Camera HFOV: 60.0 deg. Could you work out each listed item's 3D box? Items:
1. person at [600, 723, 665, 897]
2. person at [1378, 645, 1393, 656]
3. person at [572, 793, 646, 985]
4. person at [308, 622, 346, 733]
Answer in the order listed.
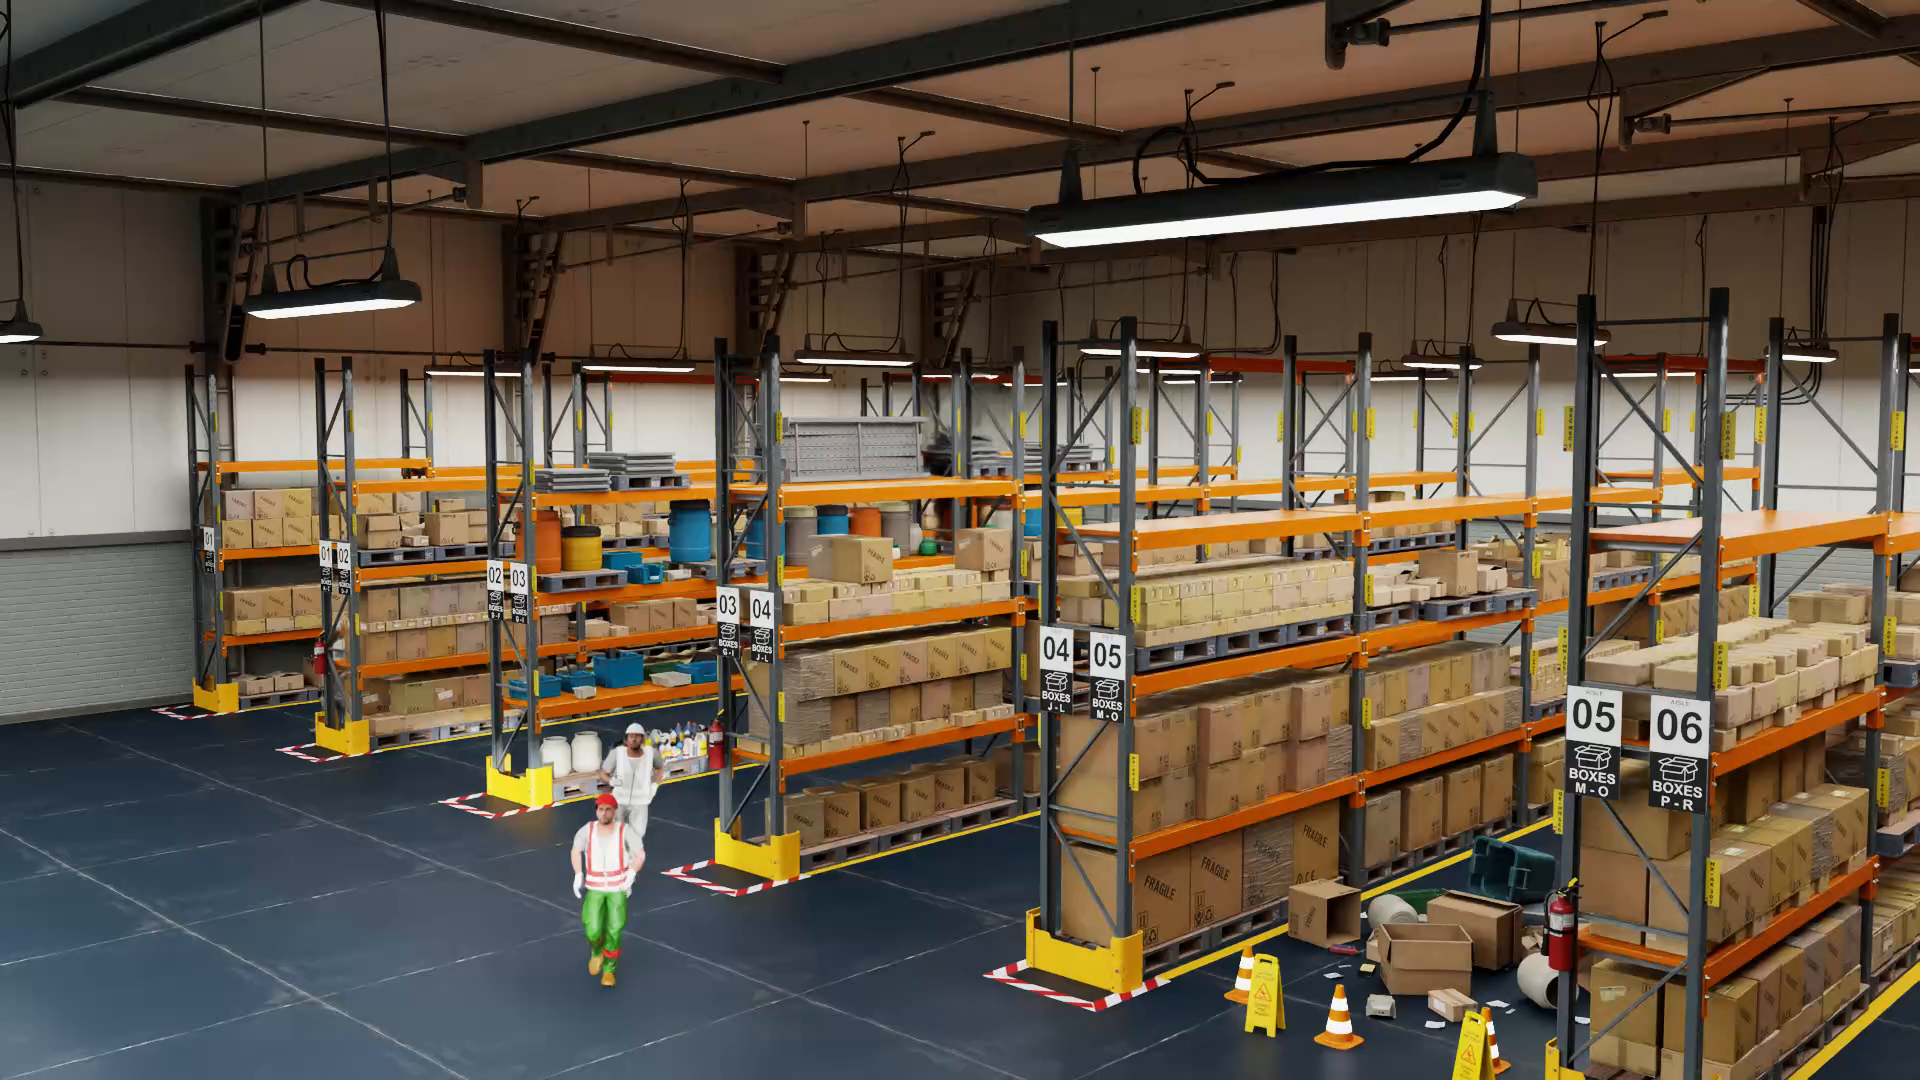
[{"bbox_3d":[-3.568,2.882,18.129,0.687,1.801,0.903,-1,4,-7],"label":"person"},{"bbox_3d":[6.399,2.385,25.119,0.581,1.699,0.920,3,5,33],"label":"person"},{"bbox_3d":[-3.169,3.143,14.973,0.669,1.749,0.584,-1,4,-8],"label":"person"},{"bbox_3d":[-10.175,2.205,26.961,0.703,1.741,0.943,3,5,36],"label":"person"}]
